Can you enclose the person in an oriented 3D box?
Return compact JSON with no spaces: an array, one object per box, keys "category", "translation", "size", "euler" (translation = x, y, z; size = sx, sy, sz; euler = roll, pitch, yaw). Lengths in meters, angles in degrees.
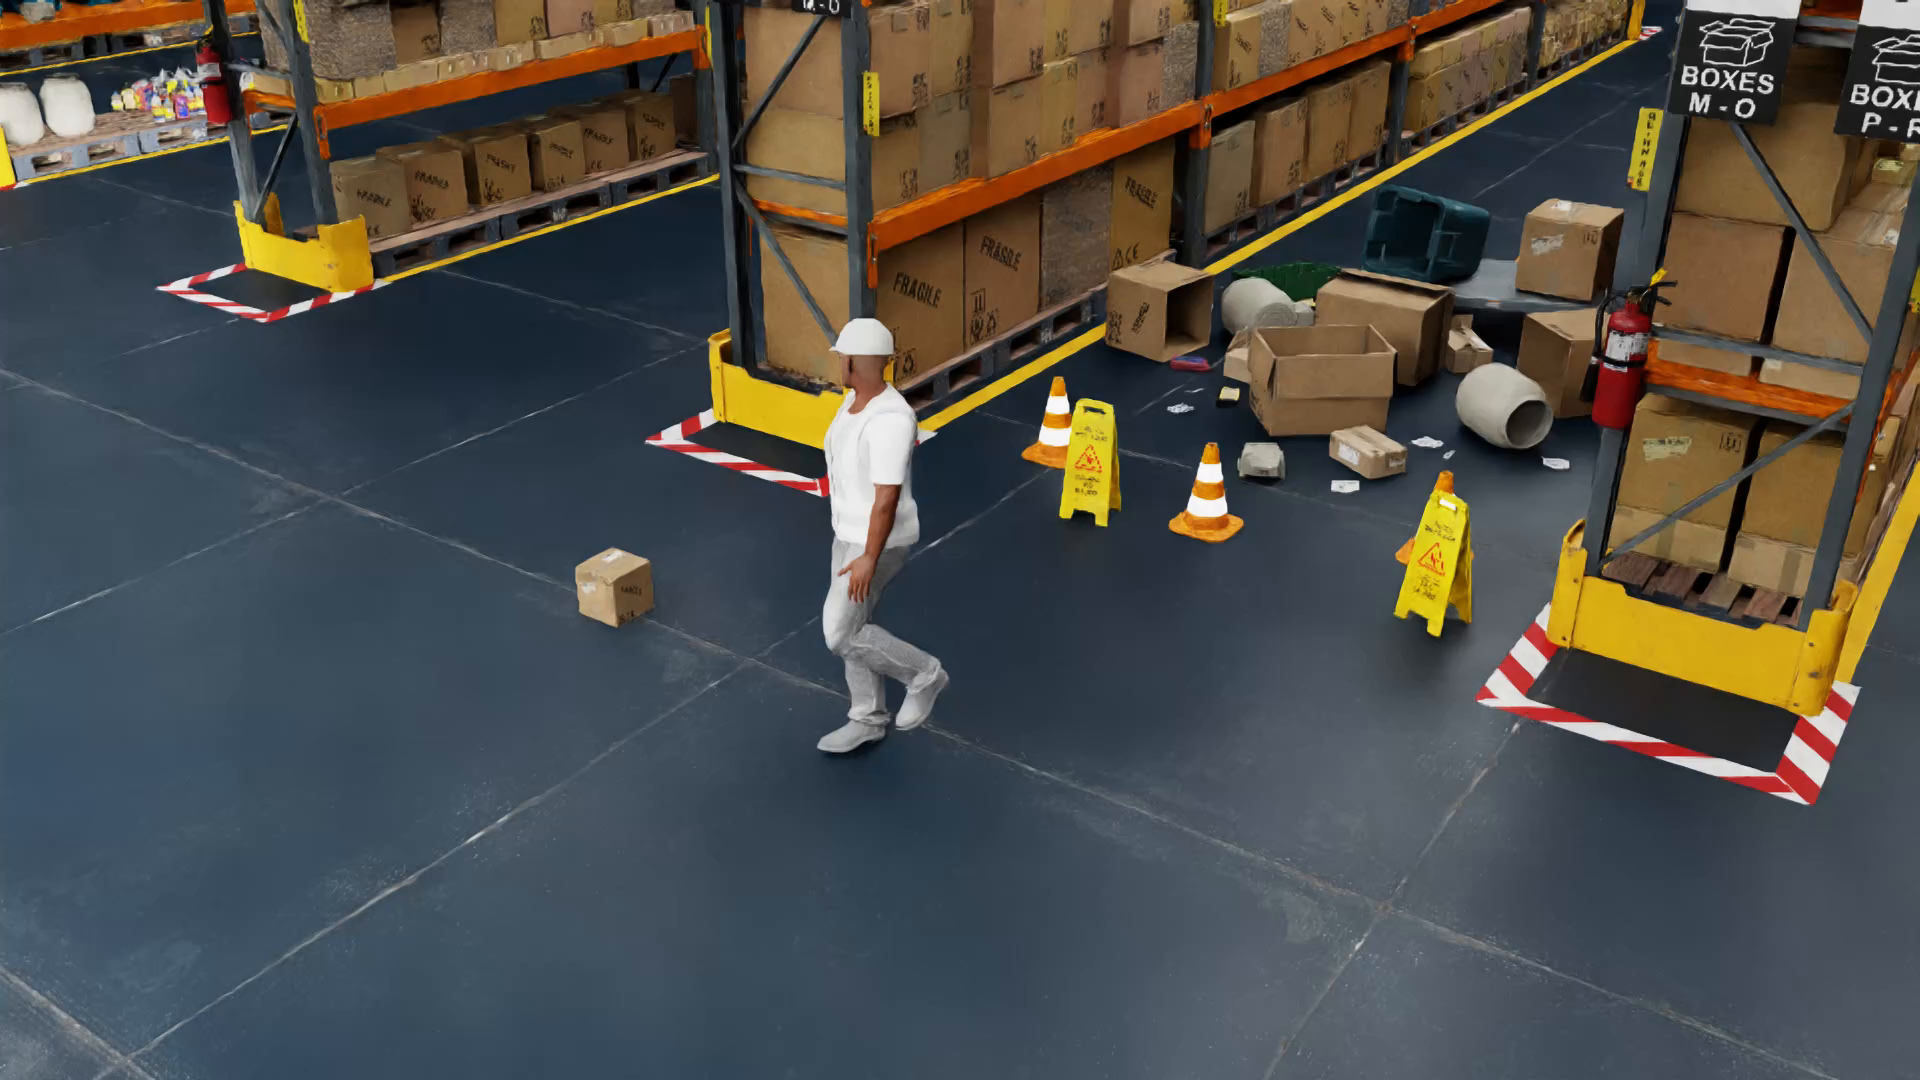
[{"category":"person","translation":[-0.386,-0.015,6.638],"size":[0.549,1.745,0.644],"euler":[-10,29,-20]}]
